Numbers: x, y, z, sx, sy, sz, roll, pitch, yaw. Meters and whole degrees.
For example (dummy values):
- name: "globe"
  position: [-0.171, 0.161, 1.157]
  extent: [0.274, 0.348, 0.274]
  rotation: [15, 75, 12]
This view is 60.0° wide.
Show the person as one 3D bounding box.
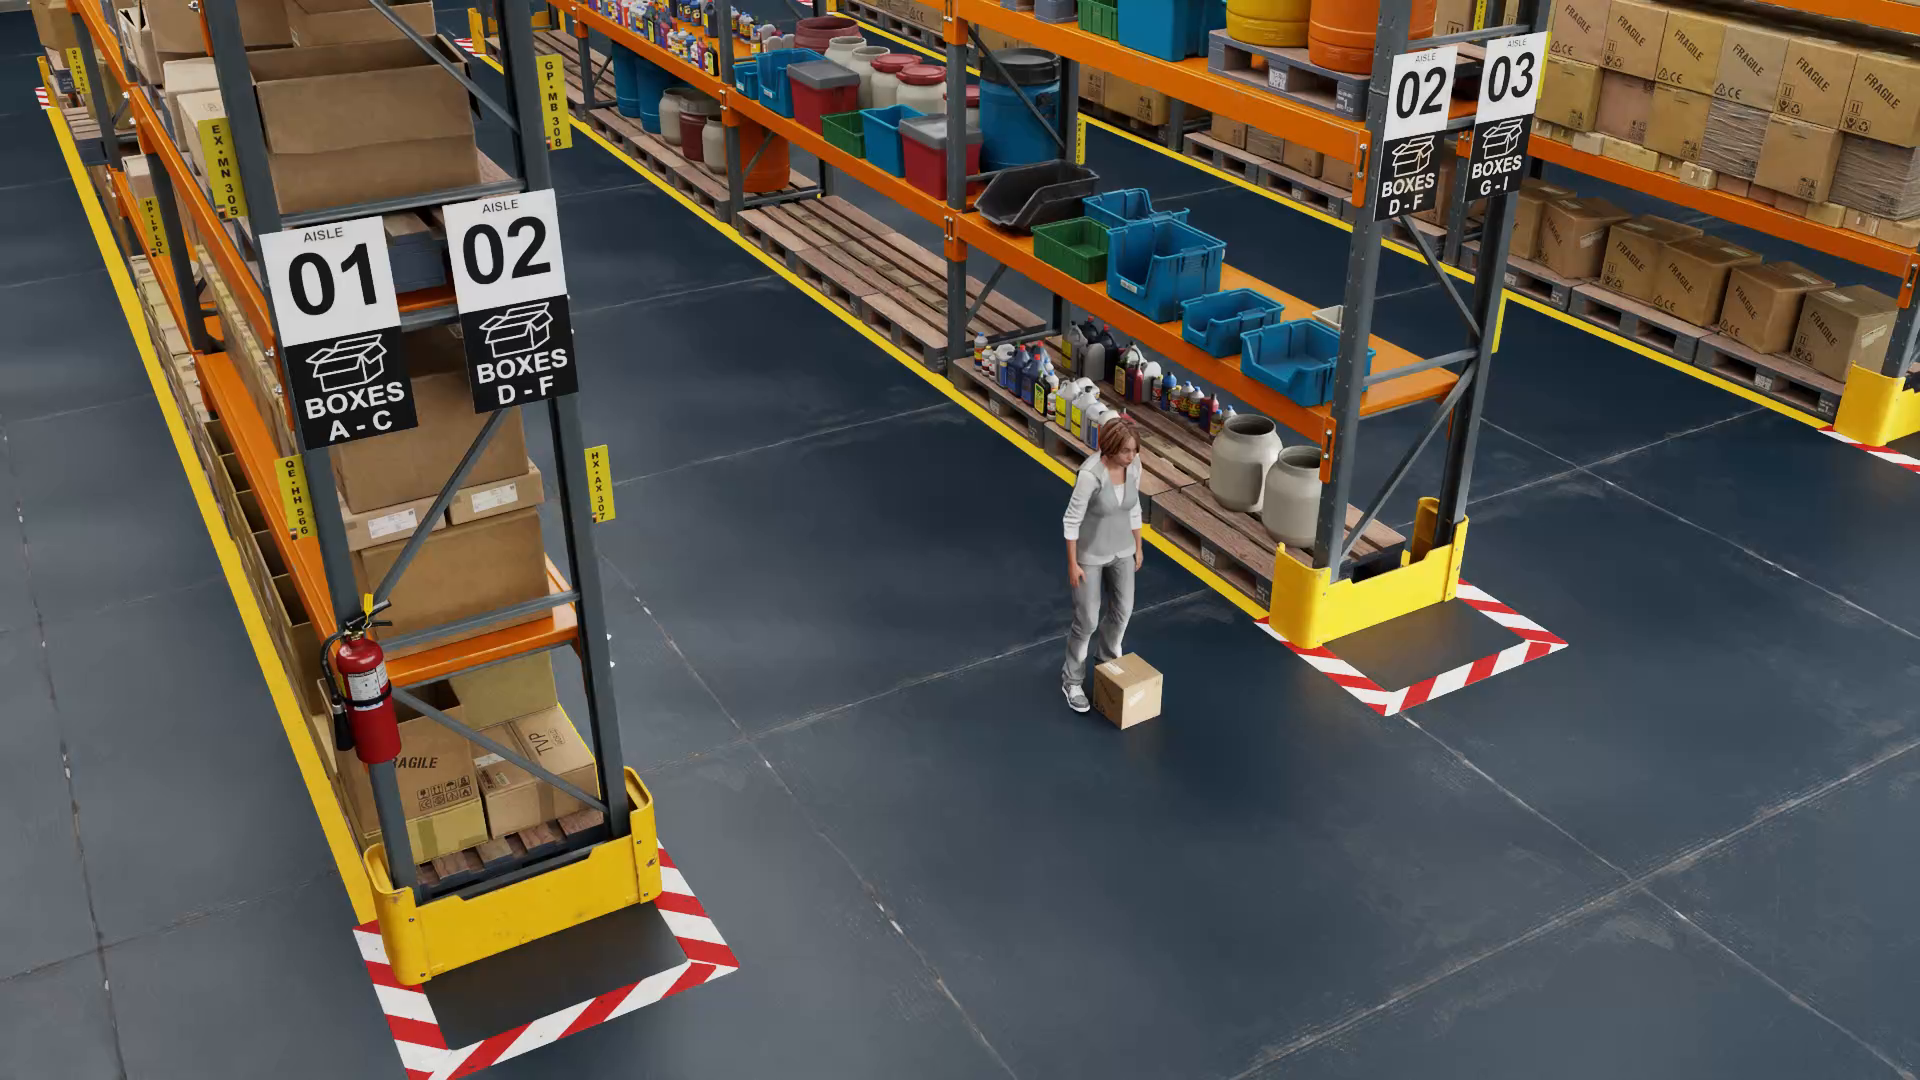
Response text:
- name: "person"
  position: [0.728, 0.091, 8.400]
  extent: [0.459, 1.593, 0.346]
  rotation: [-16, 33, -27]
